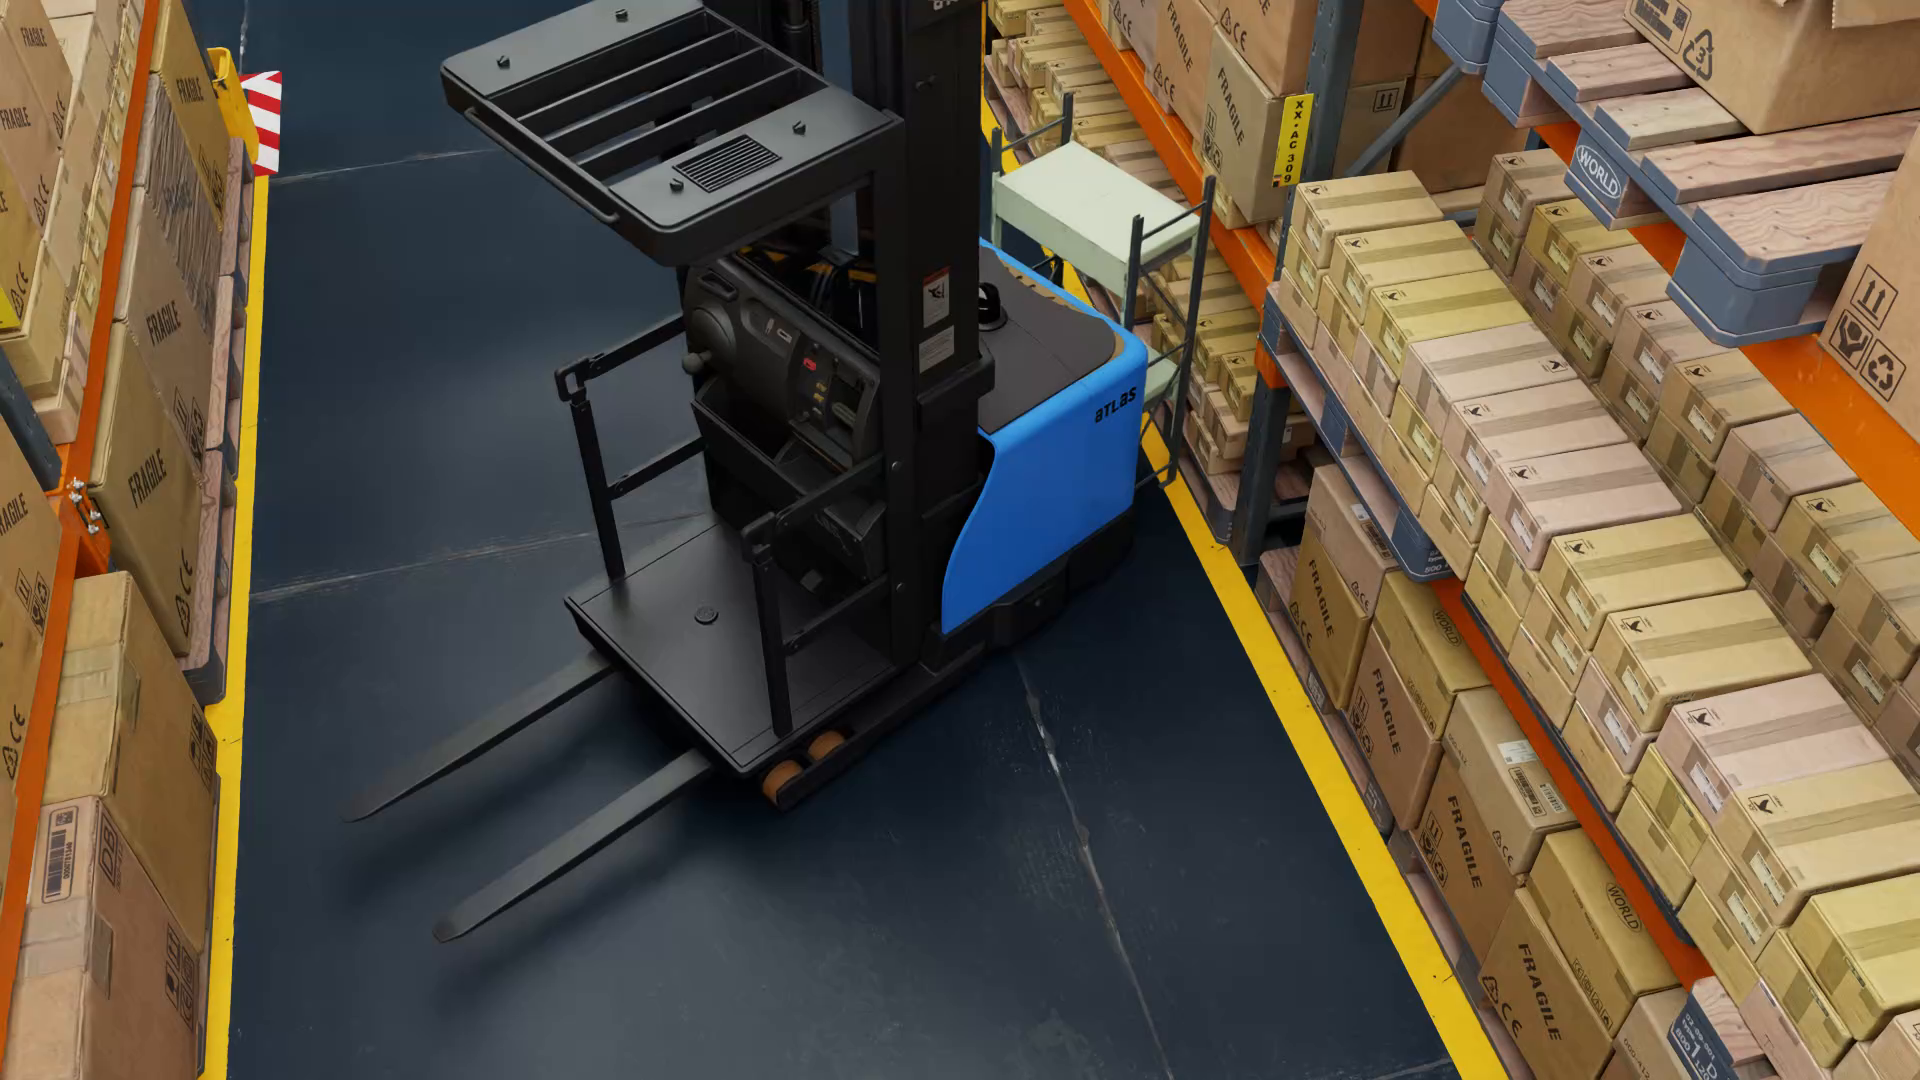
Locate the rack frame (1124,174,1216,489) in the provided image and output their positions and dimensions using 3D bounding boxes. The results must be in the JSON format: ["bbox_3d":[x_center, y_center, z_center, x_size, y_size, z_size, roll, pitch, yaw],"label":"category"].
[{"bbox_3d":[0.753,-0.684,6.369,0.400,1.500,0.023,-32,54,-27],"label":"rack frame"}]

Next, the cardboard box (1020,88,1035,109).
[{"bbox_3d":[0.529,-2.394,8.698,0.380,0.149,0.250,-11,47,-10],"label":"cardboard box"}]

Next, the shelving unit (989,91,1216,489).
[{"bbox_3d":[0.512,-0.883,6.559,0.431,1.500,0.755,-32,54,-27],"label":"shelving unit"}]

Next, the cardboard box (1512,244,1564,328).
[{"bbox_3d":[1.944,-0.812,5.119,0.380,0.149,0.250,-10,46,-10],"label":"cardboard box"}]

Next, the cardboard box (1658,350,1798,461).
[{"bbox_3d":[2.135,-0.379,4.487,0.380,0.149,0.250,-12,47,-12],"label":"cardboard box"}]

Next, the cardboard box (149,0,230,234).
[{"bbox_3d":[-4.021,-1.970,7.774,0.875,0.875,0.875,-11,47,-10],"label":"cardboard box"}]

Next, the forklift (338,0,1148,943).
[{"bbox_3d":[-0.735,-0.516,5.203,3.031,2.935,1.130,-33,54,-28],"label":"forklift"}]

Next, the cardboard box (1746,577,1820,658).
[{"bbox_3d":[2.281,0.193,4.343,0.380,0.149,0.250,-12,47,-12],"label":"cardboard box"}]

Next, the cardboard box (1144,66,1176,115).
[{"bbox_3d":[0.961,-1.854,6.642,0.380,0.149,0.250,-13,47,-12],"label":"cardboard box"}]

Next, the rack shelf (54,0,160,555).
[{"bbox_3d":[-3.750,-1.361,6.487,1.077,0.370,4.000,-11,47,-10],"label":"rack shelf"}]

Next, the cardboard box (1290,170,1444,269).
[{"bbox_3d":[1.239,-0.980,5.076,0.380,0.149,0.250,-9,46,-8],"label":"cardboard box"}]

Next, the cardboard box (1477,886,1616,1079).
[{"bbox_3d":[1.905,1.293,4.839,0.500,0.500,0.500,-13,47,-12],"label":"cardboard box"}]

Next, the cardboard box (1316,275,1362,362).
[{"bbox_3d":[1.307,-0.698,5.007,0.380,0.149,0.250,-12,47,-11],"label":"cardboard box"}]

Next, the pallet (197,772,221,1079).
[{"bbox_3d":[-2.968,1.263,5.365,1.003,0.211,1.213,-11,47,-10],"label":"pallet"}]

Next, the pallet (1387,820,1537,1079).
[{"bbox_3d":[2.099,1.288,5.340,1.003,0.211,1.213,-11,47,-10],"label":"pallet"}]

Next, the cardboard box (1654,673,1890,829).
[{"bbox_3d":[1.781,0.465,3.660,0.380,0.149,0.250,-11,47,-10],"label":"cardboard box"}]

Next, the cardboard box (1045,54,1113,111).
[{"bbox_3d":[0.635,-2.243,8.133,0.380,0.149,0.250,-13,47,-12],"label":"cardboard box"}]

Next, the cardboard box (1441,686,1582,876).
[{"bbox_3d":[1.781,0.675,4.919,0.500,0.250,0.500,-9,46,-9],"label":"cardboard box"}]

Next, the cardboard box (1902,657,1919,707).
[{"bbox_3d":[2.407,0.346,3.776,0.380,0.149,0.250,-9,46,-8],"label":"cardboard box"}]

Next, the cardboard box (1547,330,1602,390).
[{"bbox_3d":[2.005,-0.539,5.059,0.380,0.149,0.250,-11,47,-10],"label":"cardboard box"}]

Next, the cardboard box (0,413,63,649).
[{"bbox_3d":[-2.854,0.006,4.574,0.500,0.500,0.500,-11,47,-10],"label":"cardboard box"}]

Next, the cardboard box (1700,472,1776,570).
[{"bbox_3d":[2.216,-0.084,4.406,0.380,0.149,0.250,-11,47,-10],"label":"cardboard box"}]

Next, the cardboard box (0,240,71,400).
[{"bbox_3d":[-3.105,-0.656,5.189,0.500,0.250,0.500,-11,47,-11],"label":"cardboard box"}]

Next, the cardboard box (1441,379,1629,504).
[{"bbox_3d":[1.507,-0.262,4.372,0.380,0.149,0.250,-11,47,-11],"label":"cardboard box"}]

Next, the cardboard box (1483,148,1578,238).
[{"bbox_3d":[1.874,-1.095,5.188,0.380,0.149,0.250,-9,46,-8],"label":"cardboard box"}]

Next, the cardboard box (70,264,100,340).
[{"bbox_3d":[-3.127,-0.772,5.583,0.380,0.149,0.250,-9,46,-9],"label":"cardboard box"}]

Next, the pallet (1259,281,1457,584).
[{"bbox_3d":[1.638,-0.448,5.223,1.003,0.211,1.213,-11,47,-10],"label":"pallet"}]

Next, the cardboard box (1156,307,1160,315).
[{"bbox_3d":[1.087,-0.996,7.328,0.380,0.149,0.250,-12,47,-11],"label":"cardboard box"}]

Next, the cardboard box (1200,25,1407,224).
[{"bbox_3d":[1.186,-1.491,5.832,0.500,0.500,0.500,-11,47,-10],"label":"cardboard box"}]

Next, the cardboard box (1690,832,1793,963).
[{"bbox_3d":[1.837,0.734,3.605,0.380,0.149,0.250,-11,47,-10],"label":"cardboard box"}]

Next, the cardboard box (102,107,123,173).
[{"bbox_3d":[-3.393,-1.485,6.281,0.380,0.149,0.250,-12,47,-11],"label":"cardboard box"}]

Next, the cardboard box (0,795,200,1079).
[{"bbox_3d":[-2.825,1.420,4.452,1.225,0.875,0.875,-12,47,-12],"label":"cardboard box"}]

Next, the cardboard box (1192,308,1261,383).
[{"bbox_3d":[1.136,-0.794,6.713,0.380,0.149,0.250,-10,46,-10],"label":"cardboard box"}]

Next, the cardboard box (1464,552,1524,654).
[{"bbox_3d":[1.578,0.128,4.406,0.380,0.149,0.250,-11,47,-11],"label":"cardboard box"}]

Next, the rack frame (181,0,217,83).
[{"bbox_3d":[-4.262,-2.994,7.584,1.000,3.000,0.127,-11,47,-10],"label":"rack frame"}]

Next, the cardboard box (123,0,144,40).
[{"bbox_3d":[-3.658,-2.194,6.976,0.380,0.149,0.250,-10,46,-10],"label":"cardboard box"}]

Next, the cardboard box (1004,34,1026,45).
[{"bbox_3d":[0.445,-2.675,8.765,0.380,0.149,0.250,-9,46,-9],"label":"cardboard box"}]

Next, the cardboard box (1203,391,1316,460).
[{"bbox_3d":[1.195,-0.482,6.616,0.380,0.149,0.250,-10,46,-10],"label":"cardboard box"}]

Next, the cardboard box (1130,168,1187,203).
[{"bbox_3d":[0.835,-1.512,7.417,0.380,0.149,0.250,-12,47,-12],"label":"cardboard box"}]

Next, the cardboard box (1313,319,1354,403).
[{"bbox_3d":[1.315,-0.582,5.102,0.380,0.149,0.250,-10,46,-10],"label":"cardboard box"}]

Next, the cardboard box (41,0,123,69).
[{"bbox_3d":[-3.621,-2.058,6.563,0.500,0.250,0.500,-12,47,-12],"label":"cardboard box"}]

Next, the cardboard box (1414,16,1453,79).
[{"bbox_3d":[1.703,-1.914,5.547,0.500,0.500,0.500,-10,46,-9],"label":"cardboard box"}]

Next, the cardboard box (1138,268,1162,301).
[{"bbox_3d":[0.974,-1.212,7.331,0.380,0.149,0.250,-10,46,-9],"label":"cardboard box"}]

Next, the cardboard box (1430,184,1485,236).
[{"bbox_3d":[1.826,-1.237,6.038,0.380,0.149,0.250,-9,46,-9],"label":"cardboard box"}]

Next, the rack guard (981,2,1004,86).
[{"bbox_3d":[0.578,-2.903,9.245,1.175,0.500,0.348,-11,47,-10],"label":"rack guard"}]

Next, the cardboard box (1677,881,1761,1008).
[{"bbox_3d":[1.848,0.855,3.694,0.380,0.149,0.250,-11,47,-11],"label":"cardboard box"}]

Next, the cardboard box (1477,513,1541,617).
[{"bbox_3d":[1.580,0.029,4.295,0.380,0.149,0.250,-11,47,-11],"label":"cardboard box"}]
